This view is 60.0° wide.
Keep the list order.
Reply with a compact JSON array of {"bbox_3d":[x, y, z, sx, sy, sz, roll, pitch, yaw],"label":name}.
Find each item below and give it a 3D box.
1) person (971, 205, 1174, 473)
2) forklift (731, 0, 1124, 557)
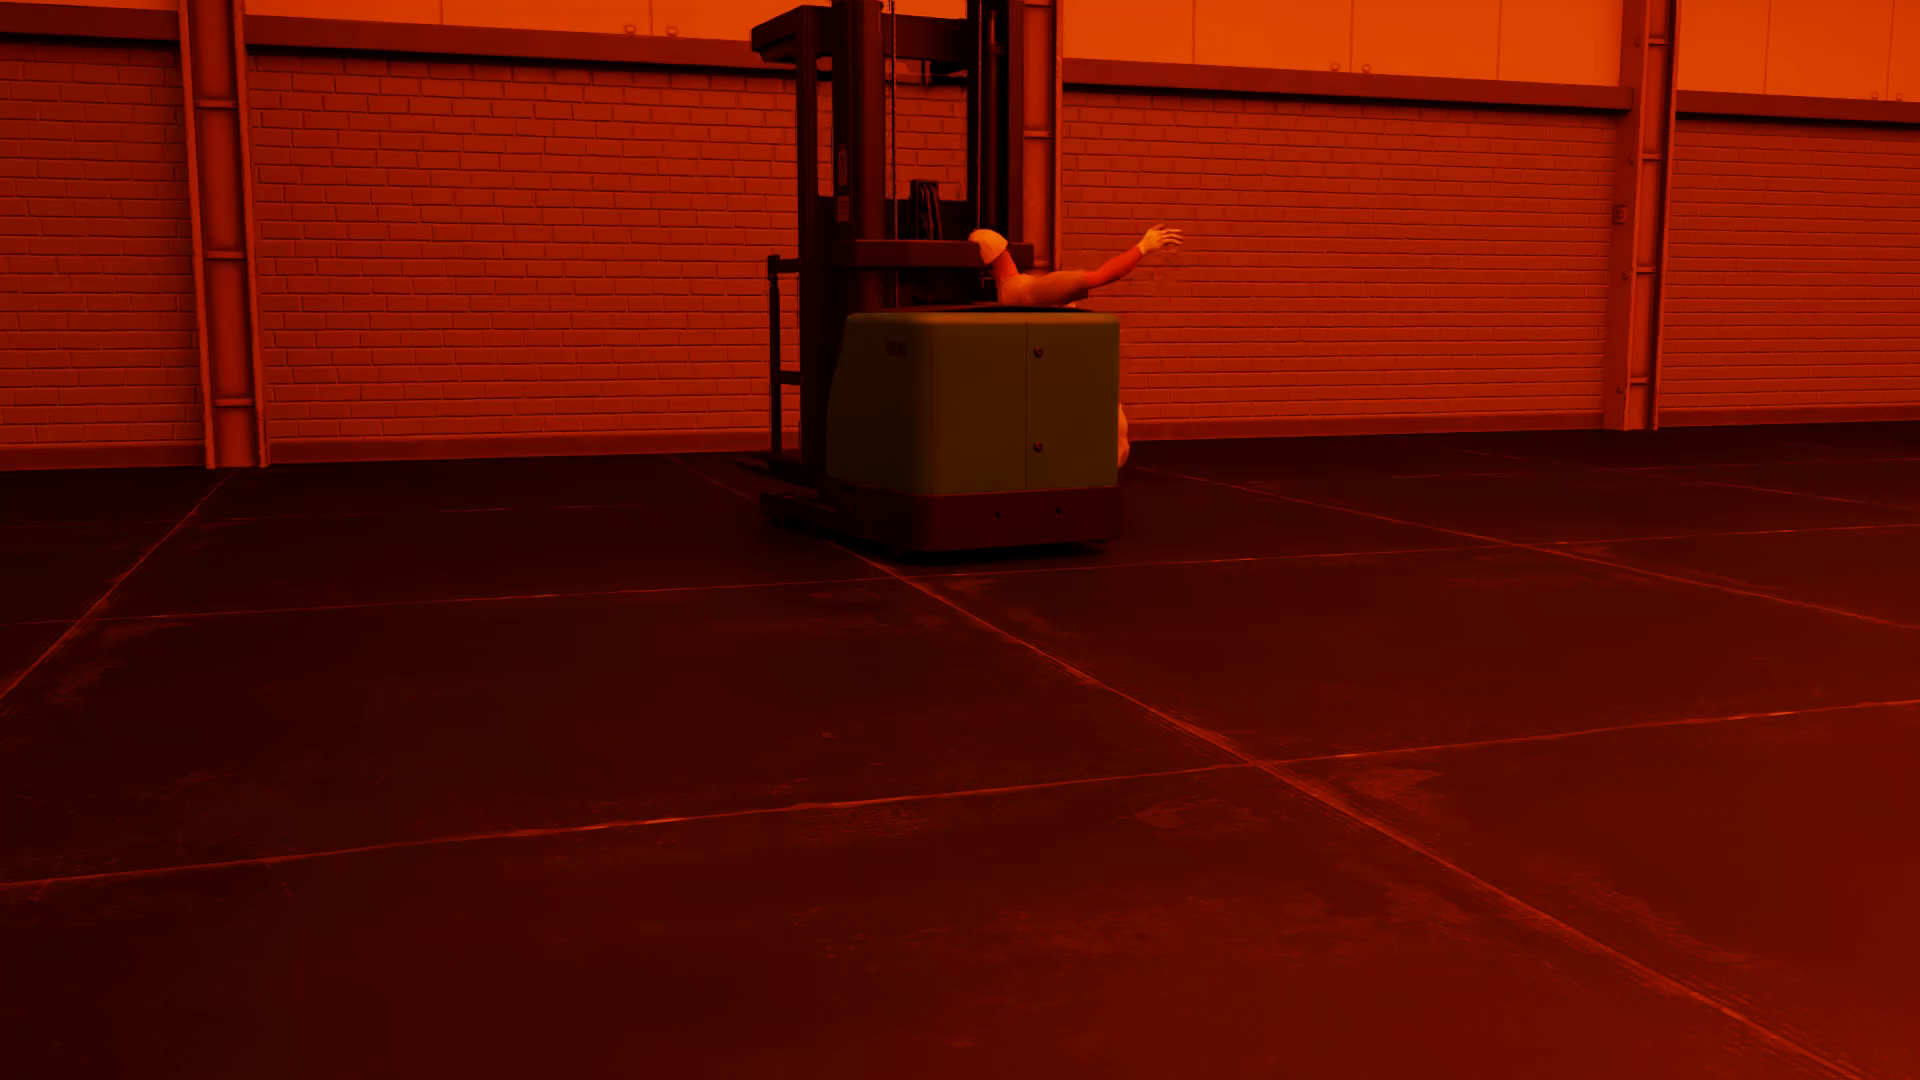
[{"bbox_3d":[0.453,-0.860,8.004,1.029,1.668,0.762,7,10,40],"label":"person"},{"bbox_3d":[-0.370,-1.538,8.353,1.130,2.935,3.031,-4,9,-26],"label":"forklift"}]
